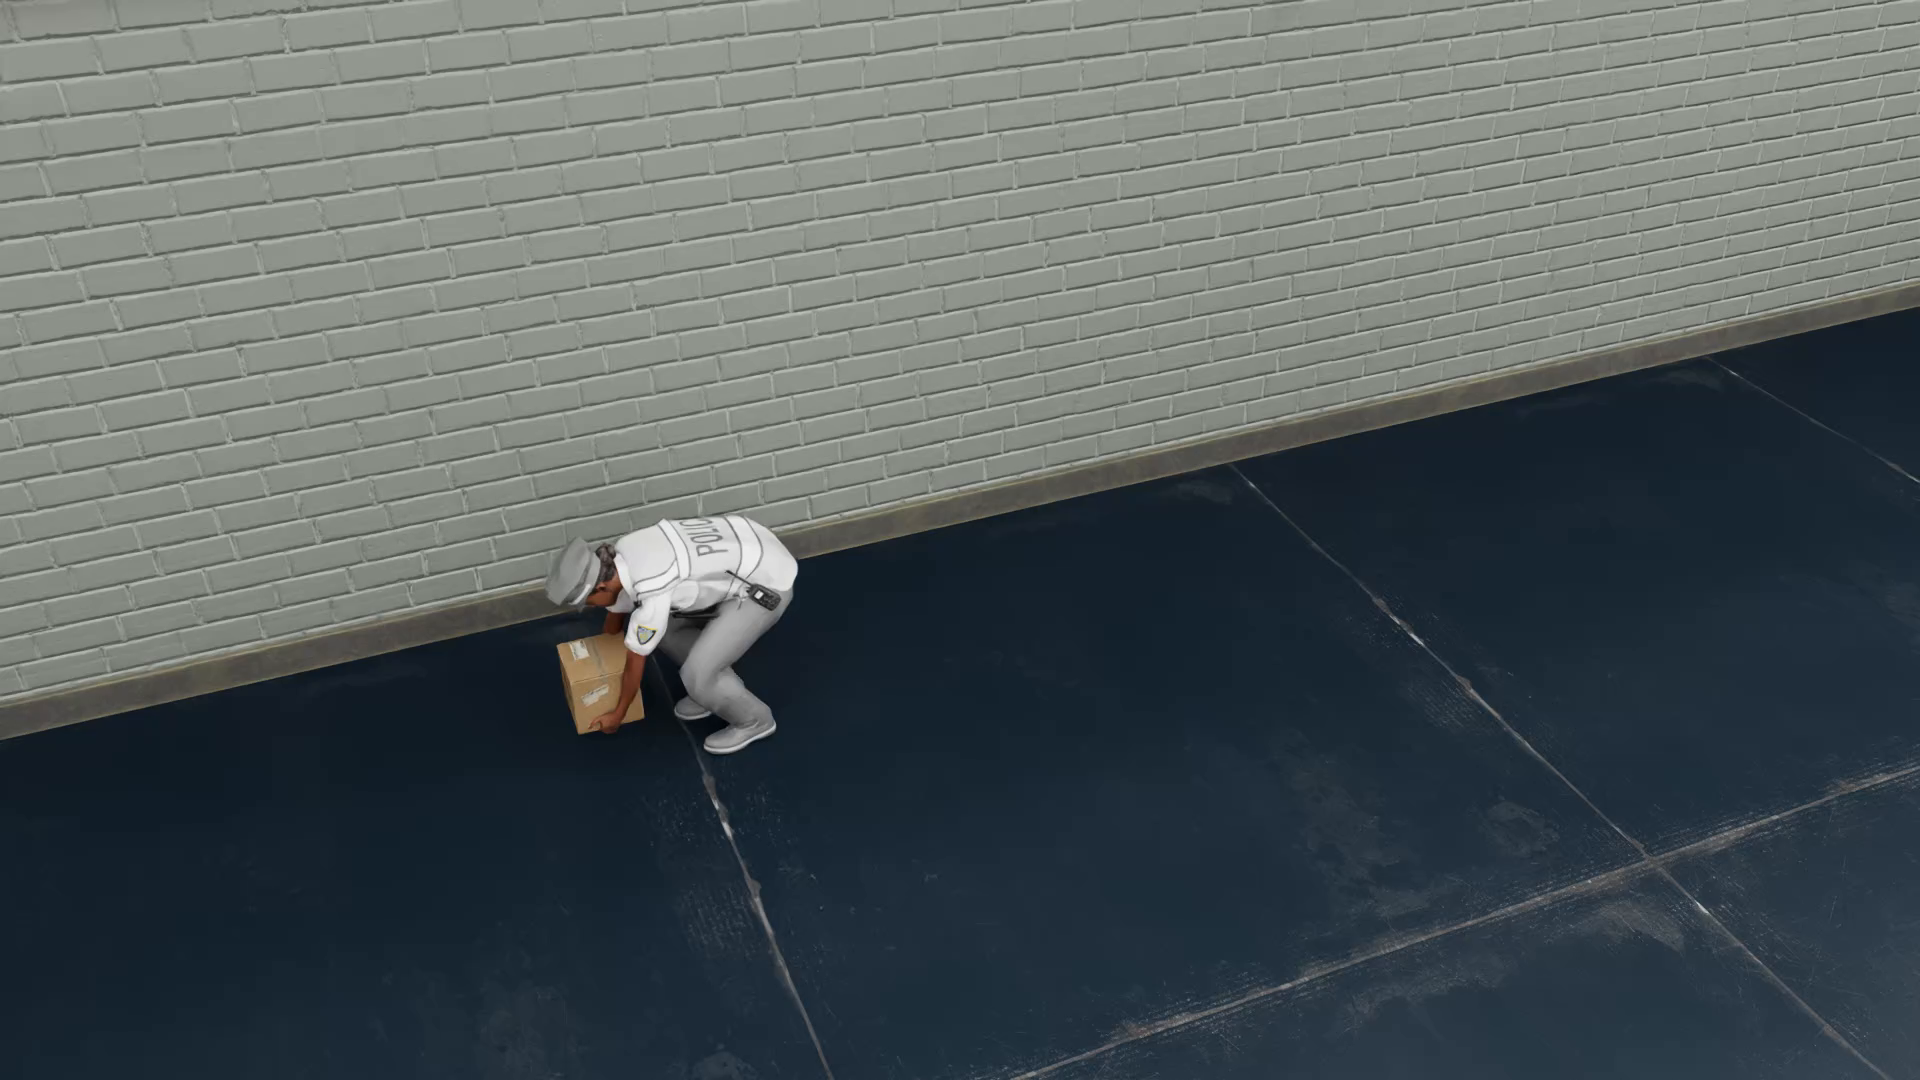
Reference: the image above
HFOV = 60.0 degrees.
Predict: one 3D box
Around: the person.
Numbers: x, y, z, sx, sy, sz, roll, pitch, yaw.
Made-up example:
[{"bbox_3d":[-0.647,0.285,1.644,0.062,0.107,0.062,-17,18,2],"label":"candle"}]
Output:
[{"bbox_3d":[-1.052,0.349,6.230,0.927,0.989,0.463,-15,36,-21],"label":"person"}]
